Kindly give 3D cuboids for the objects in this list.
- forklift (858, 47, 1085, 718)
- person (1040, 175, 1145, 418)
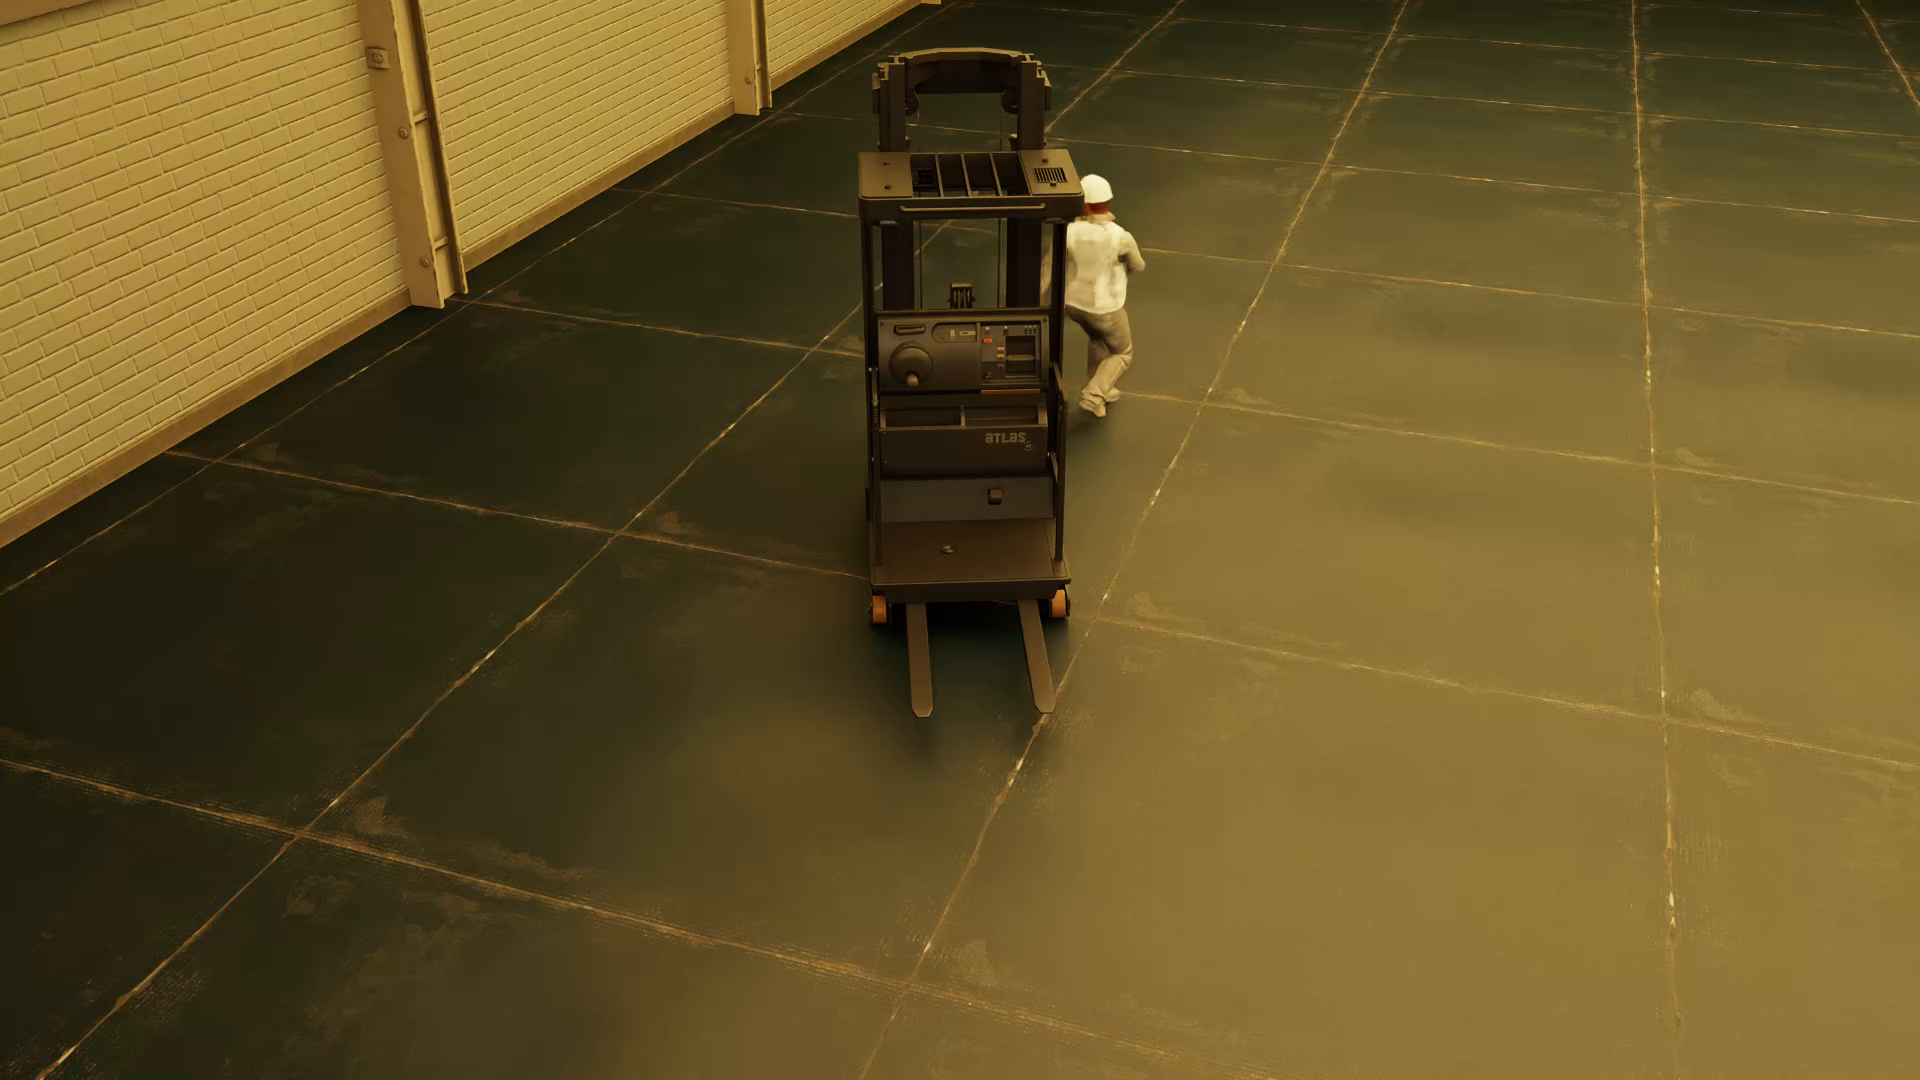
[{"bbox_3d":[0.035,-0.972,8.842,1.130,2.935,3.031,-2,30,-3],"label":"forklift"},{"bbox_3d":[0.904,-1.645,11.275,0.624,1.702,0.714,21,36,33],"label":"person"}]
